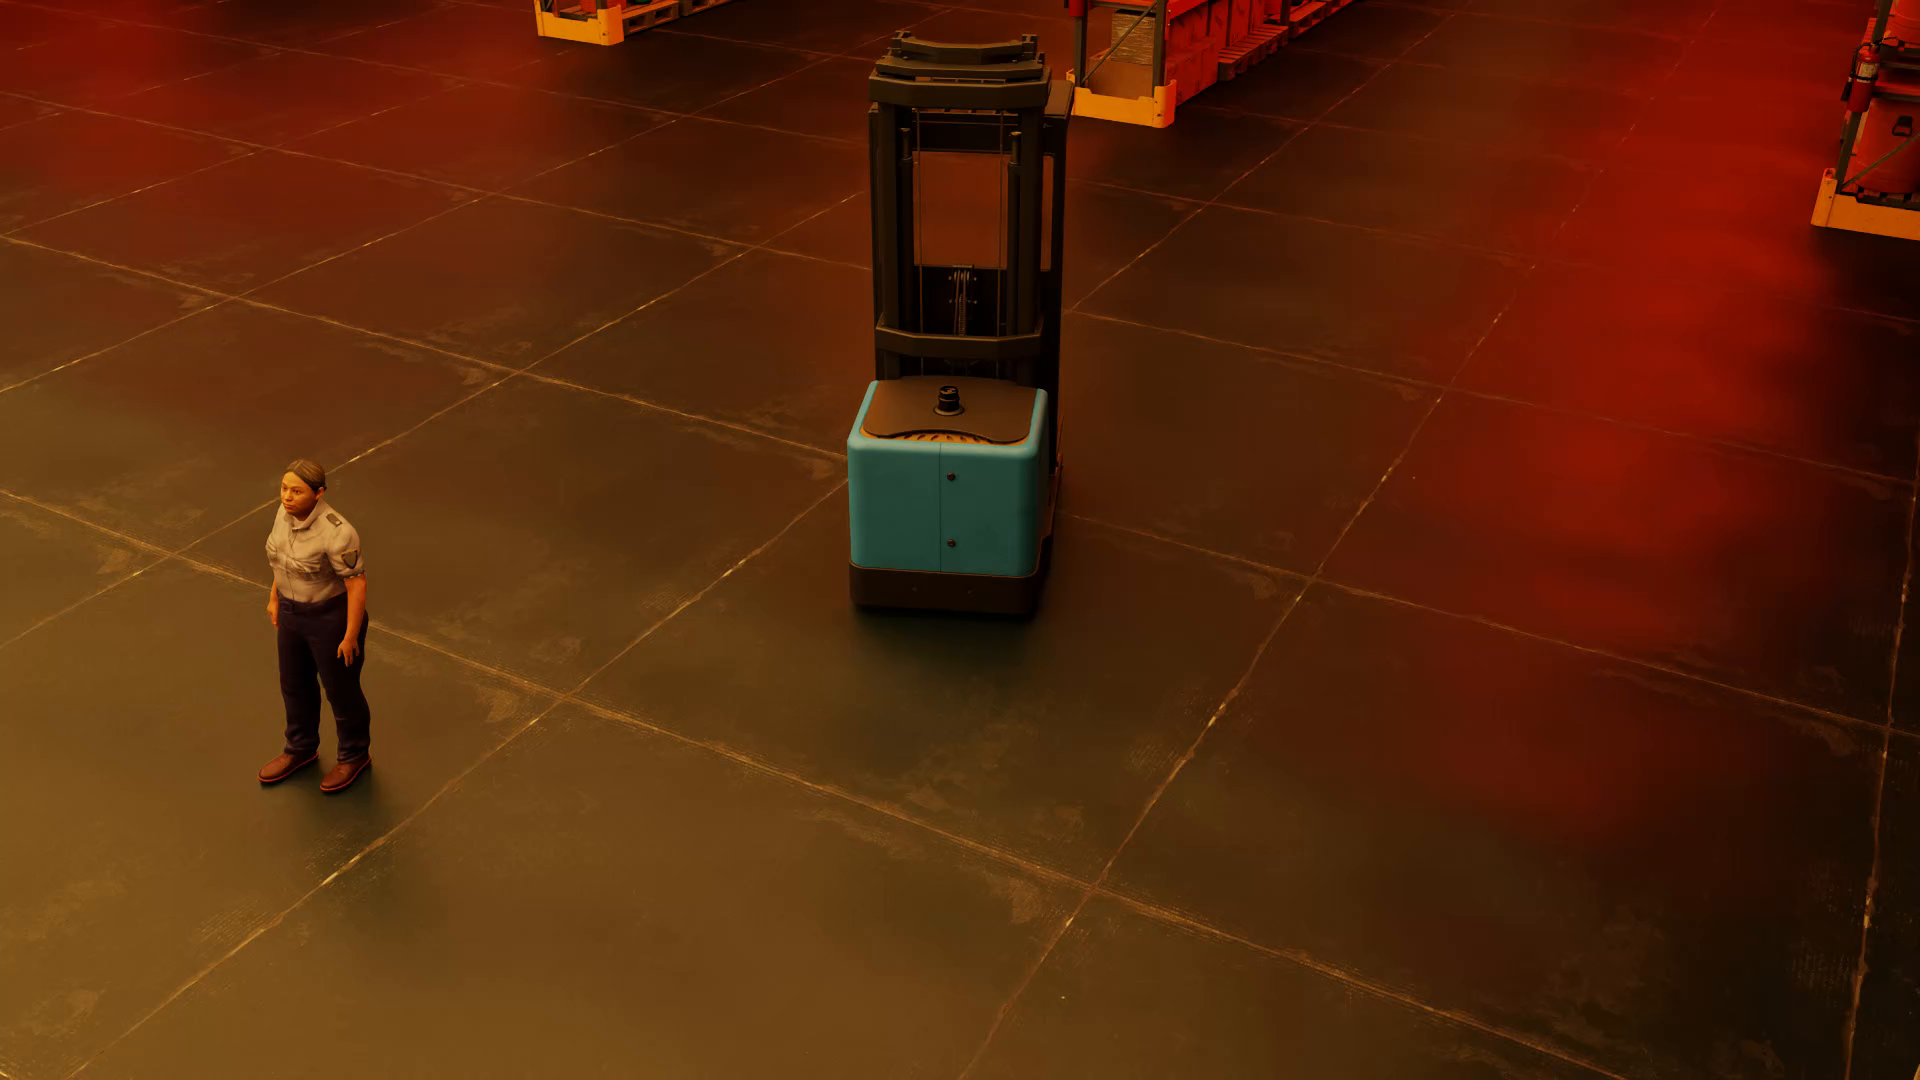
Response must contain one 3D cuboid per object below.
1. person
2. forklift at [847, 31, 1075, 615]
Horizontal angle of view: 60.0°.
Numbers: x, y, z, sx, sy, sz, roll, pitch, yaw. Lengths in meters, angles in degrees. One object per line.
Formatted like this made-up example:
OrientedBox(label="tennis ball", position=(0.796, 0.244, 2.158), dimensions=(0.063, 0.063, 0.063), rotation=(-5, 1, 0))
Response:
OrientedBox(label="person", position=(-3.012, 0.412, 7.628), dimensions=(0.598, 1.651, 0.502), rotation=(17, 34, 27))
OrientedBox(label="forklift", position=(0.072, -1.572, 9.794), dimensions=(1.130, 2.935, 3.031), rotation=(3, 30, 6))
